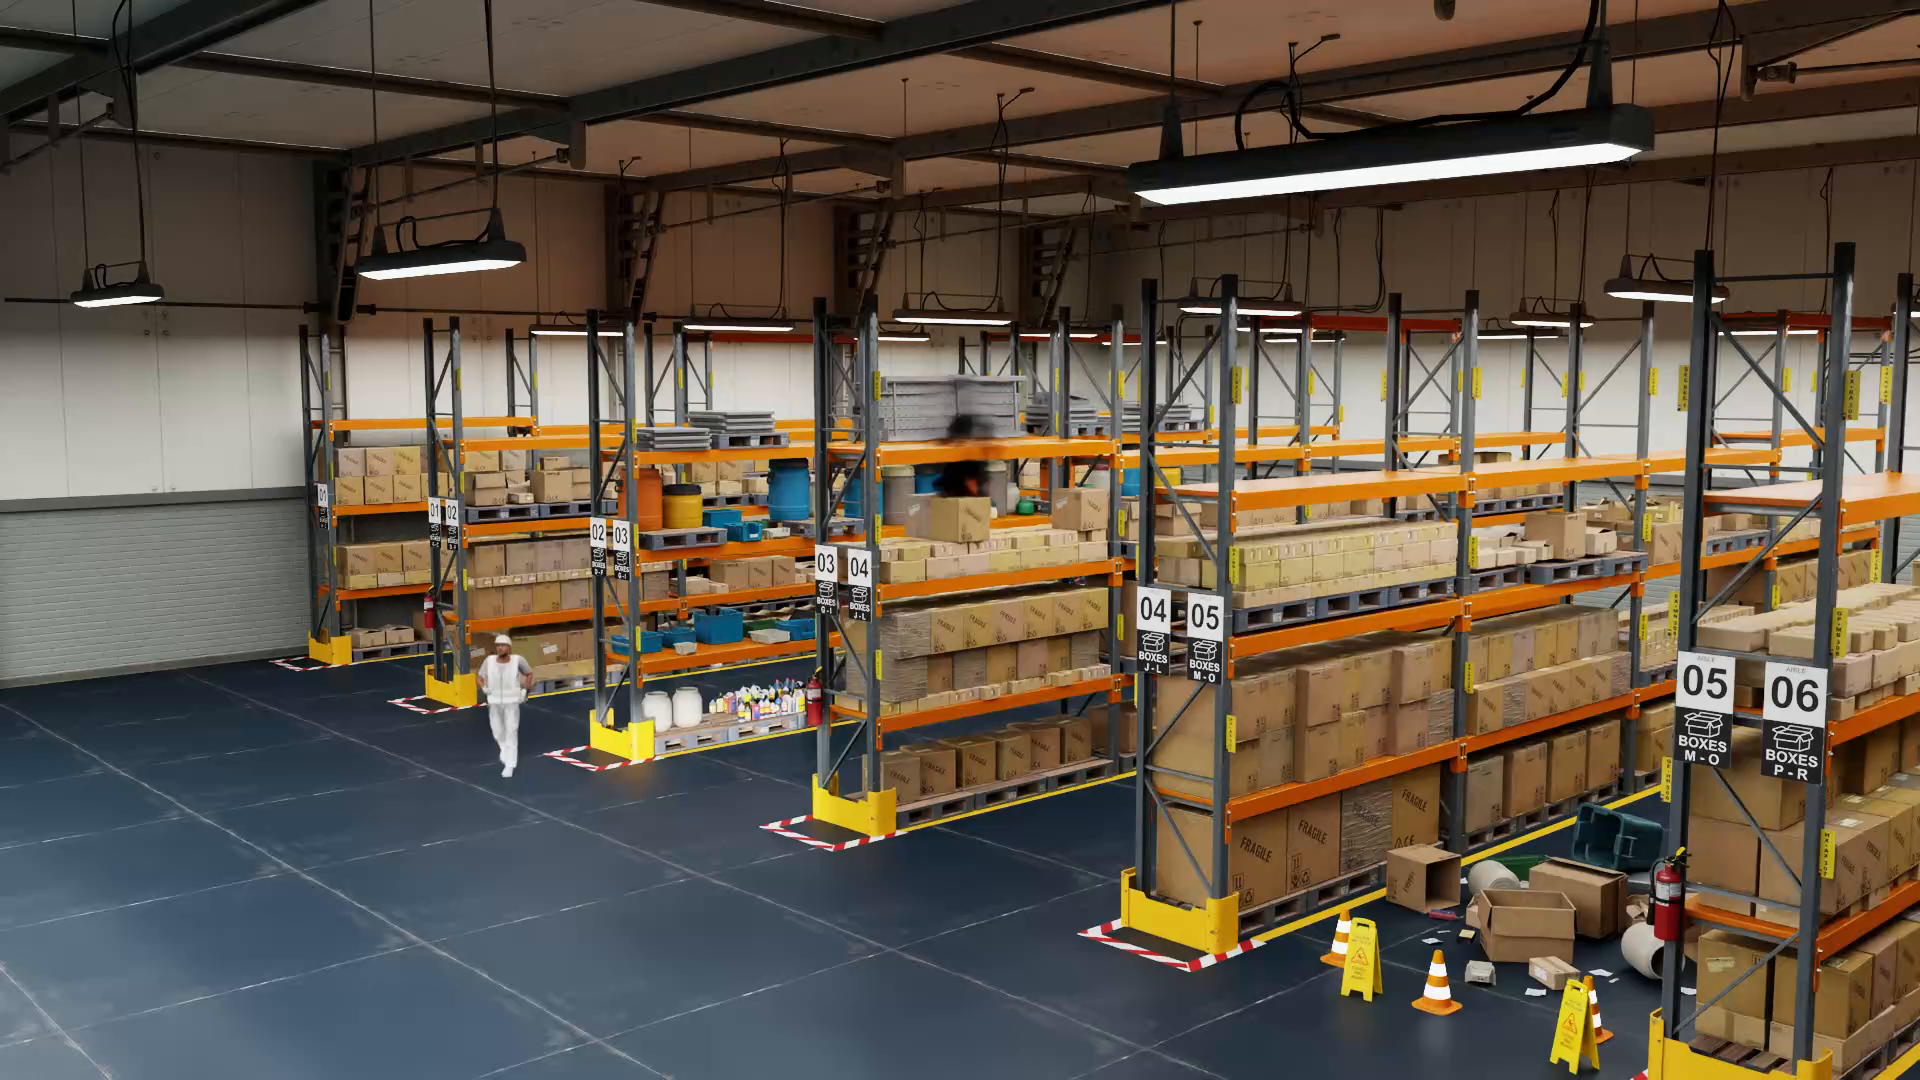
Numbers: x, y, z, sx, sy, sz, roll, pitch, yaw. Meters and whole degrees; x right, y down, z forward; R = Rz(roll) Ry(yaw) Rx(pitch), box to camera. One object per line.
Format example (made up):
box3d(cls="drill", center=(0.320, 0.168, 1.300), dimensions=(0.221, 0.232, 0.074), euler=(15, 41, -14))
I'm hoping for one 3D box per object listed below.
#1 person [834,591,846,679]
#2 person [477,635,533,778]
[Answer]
box3d(cls="person", center=(-2.065, 1.559, 27.076), dimensions=(0.656, 1.783, 0.899), euler=(5, 8, 41))
box3d(cls="person", center=(-5.894, 2.114, 21.539), dimensions=(0.695, 1.803, 0.823), euler=(-1, 6, -6))
